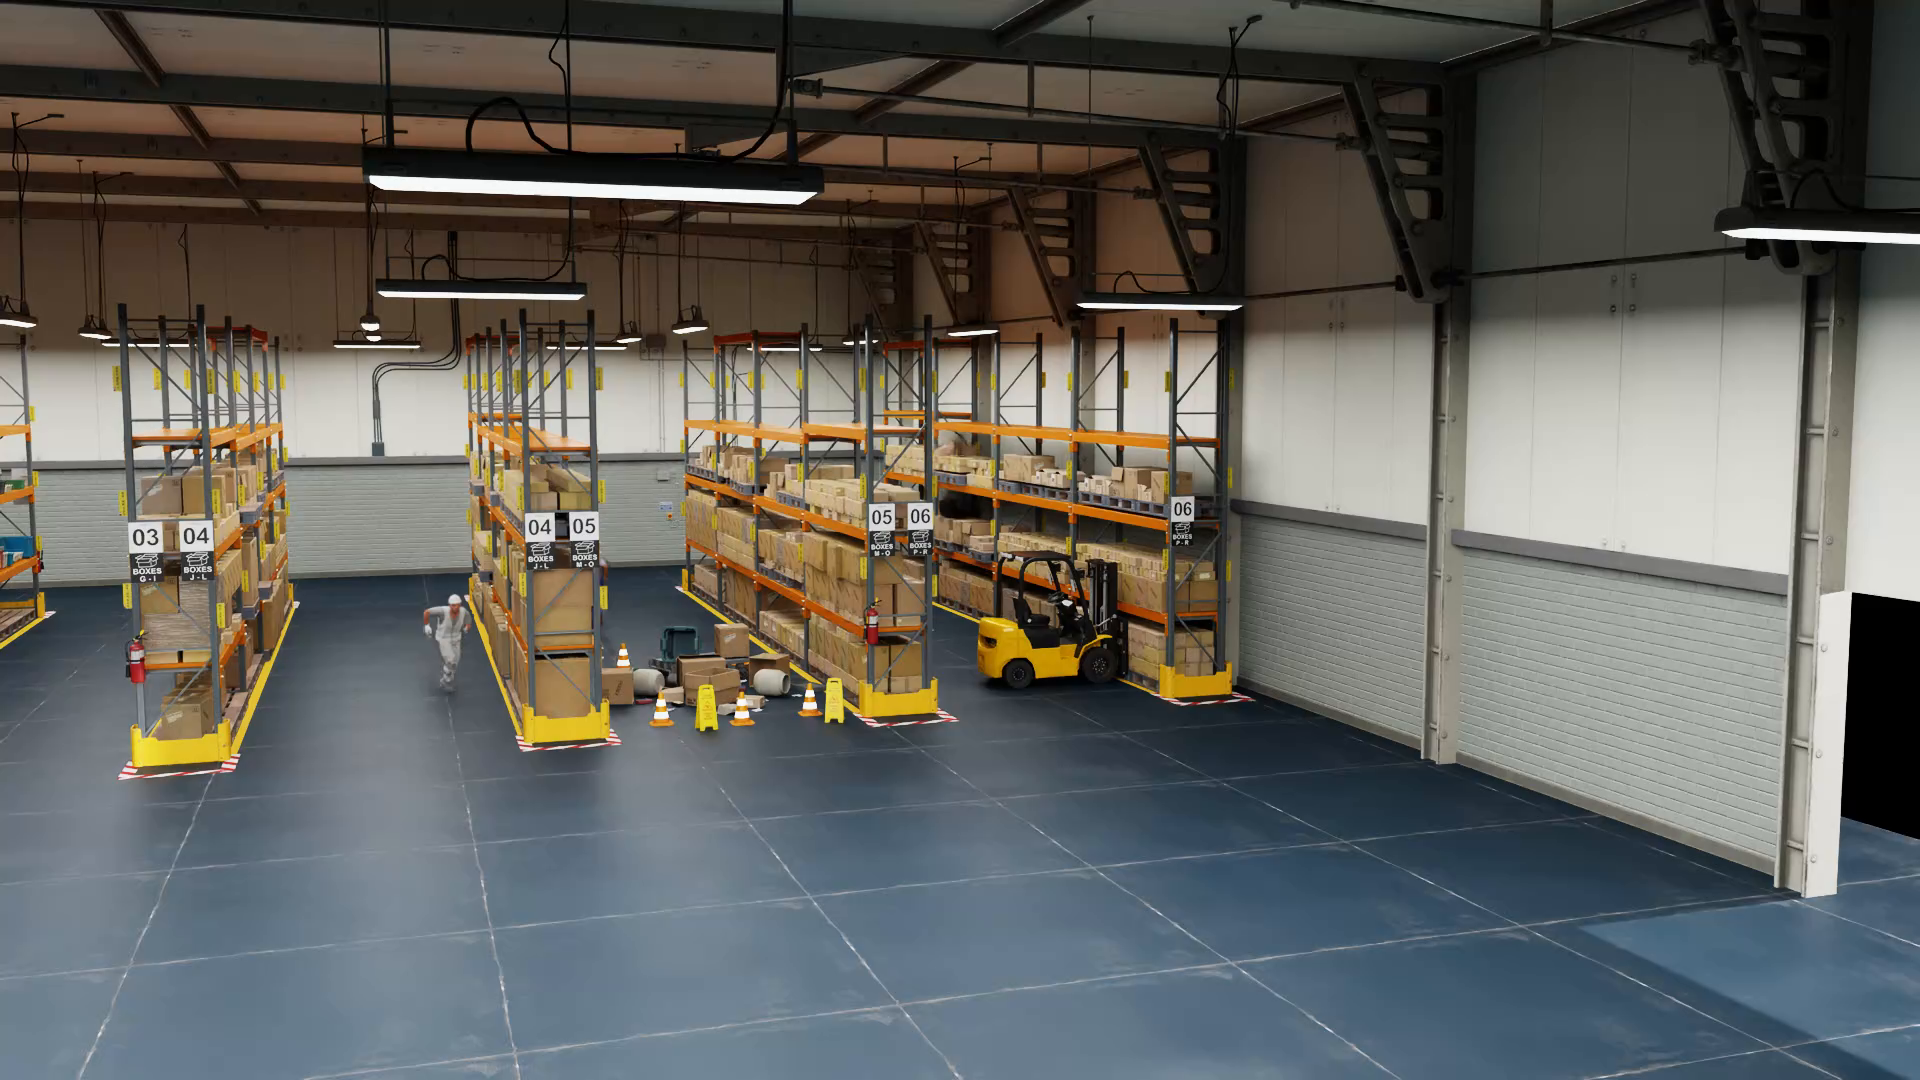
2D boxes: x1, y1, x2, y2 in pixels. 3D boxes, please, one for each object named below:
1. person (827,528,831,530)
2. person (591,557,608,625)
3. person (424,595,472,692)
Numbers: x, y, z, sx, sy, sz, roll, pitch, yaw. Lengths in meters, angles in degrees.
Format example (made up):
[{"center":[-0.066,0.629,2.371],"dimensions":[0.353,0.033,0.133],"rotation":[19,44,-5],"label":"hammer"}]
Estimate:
[{"center":[-2.839,0.497,35.407],"dimensions":[0.660,1.854,0.652],"rotation":[-2,6,-19],"label":"person"},{"center":[-7.516,0.954,34.086],"dimensions":[0.579,1.709,0.771],"rotation":[-2,6,-19],"label":"person"},{"center":[-8.234,1.656,26.741],"dimensions":[0.703,1.621,0.953],"rotation":[-4,7,-35],"label":"person"}]
